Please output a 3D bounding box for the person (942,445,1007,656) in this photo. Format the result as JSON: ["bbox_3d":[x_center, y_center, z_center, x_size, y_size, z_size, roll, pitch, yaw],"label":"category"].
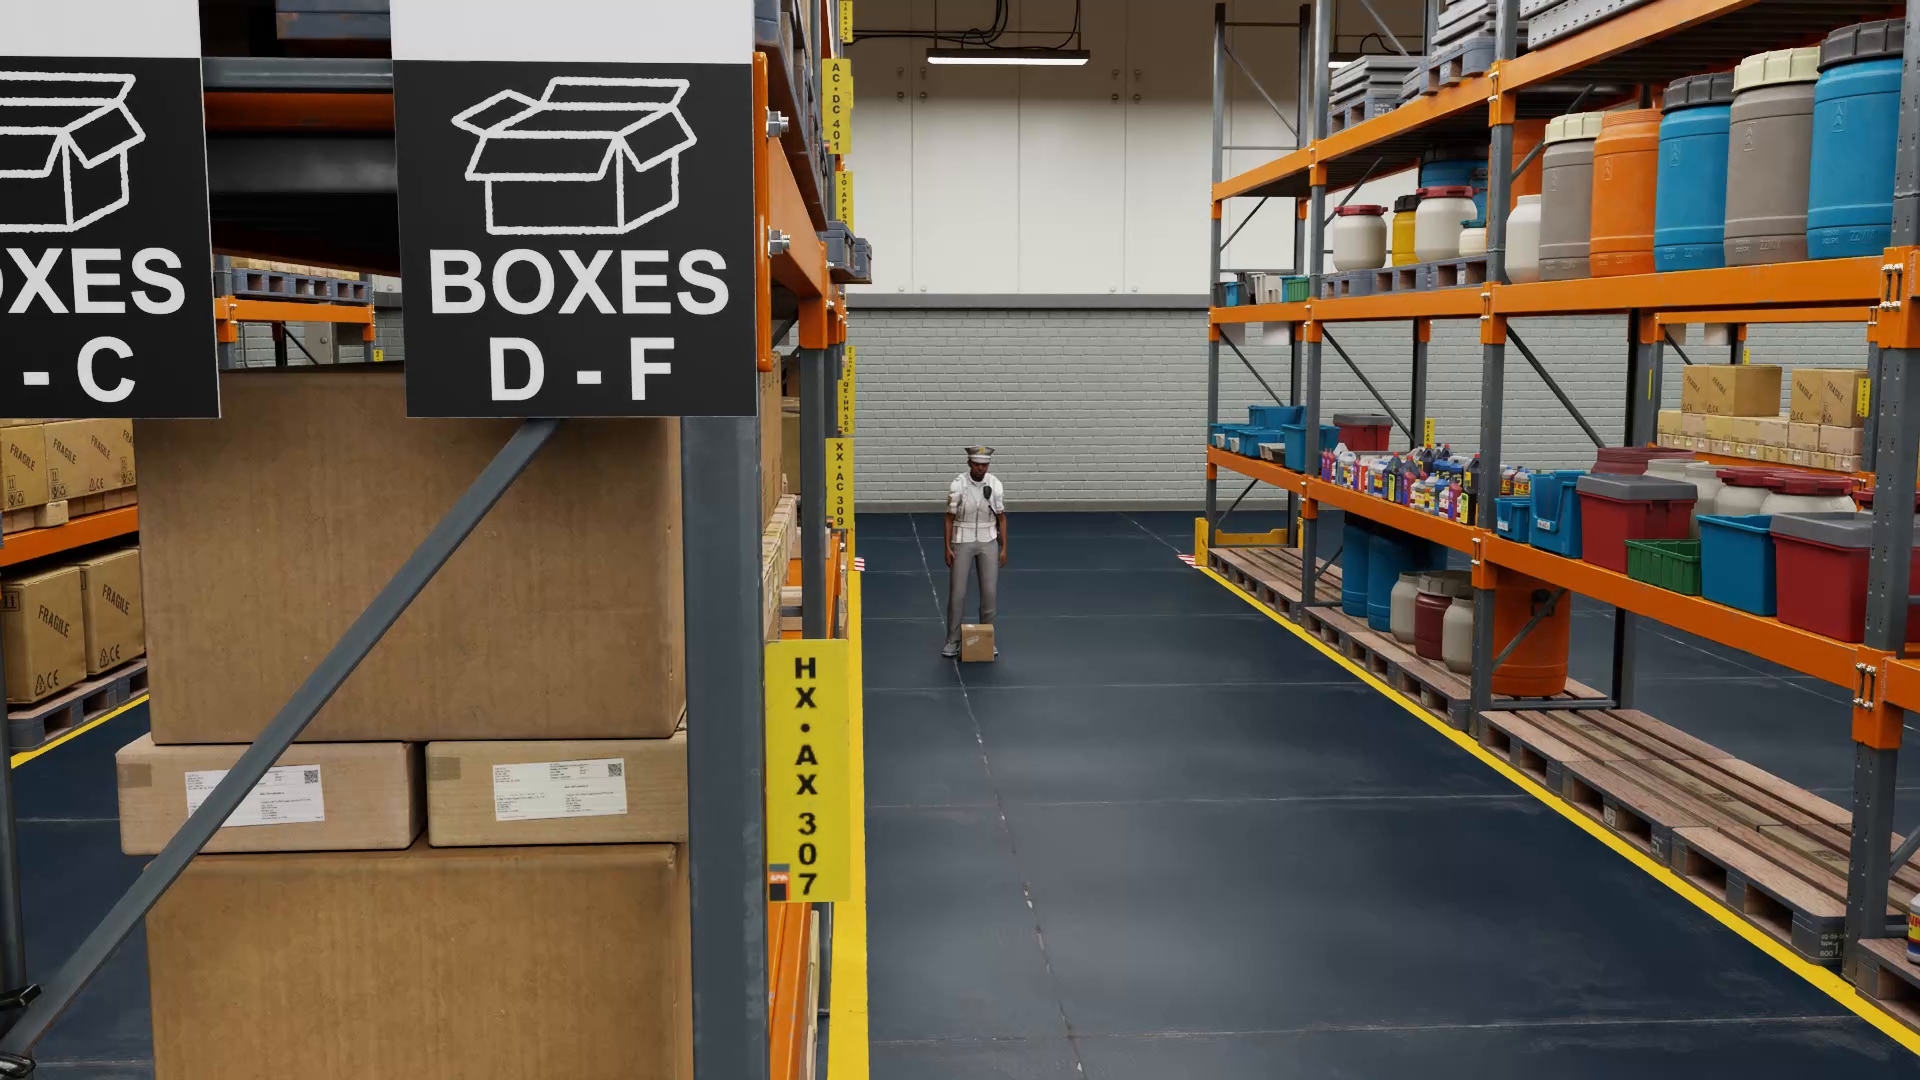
[{"bbox_3d":[0.112,0.074,13.128,0.530,1.663,0.391,-1,7,-6],"label":"person"}]
